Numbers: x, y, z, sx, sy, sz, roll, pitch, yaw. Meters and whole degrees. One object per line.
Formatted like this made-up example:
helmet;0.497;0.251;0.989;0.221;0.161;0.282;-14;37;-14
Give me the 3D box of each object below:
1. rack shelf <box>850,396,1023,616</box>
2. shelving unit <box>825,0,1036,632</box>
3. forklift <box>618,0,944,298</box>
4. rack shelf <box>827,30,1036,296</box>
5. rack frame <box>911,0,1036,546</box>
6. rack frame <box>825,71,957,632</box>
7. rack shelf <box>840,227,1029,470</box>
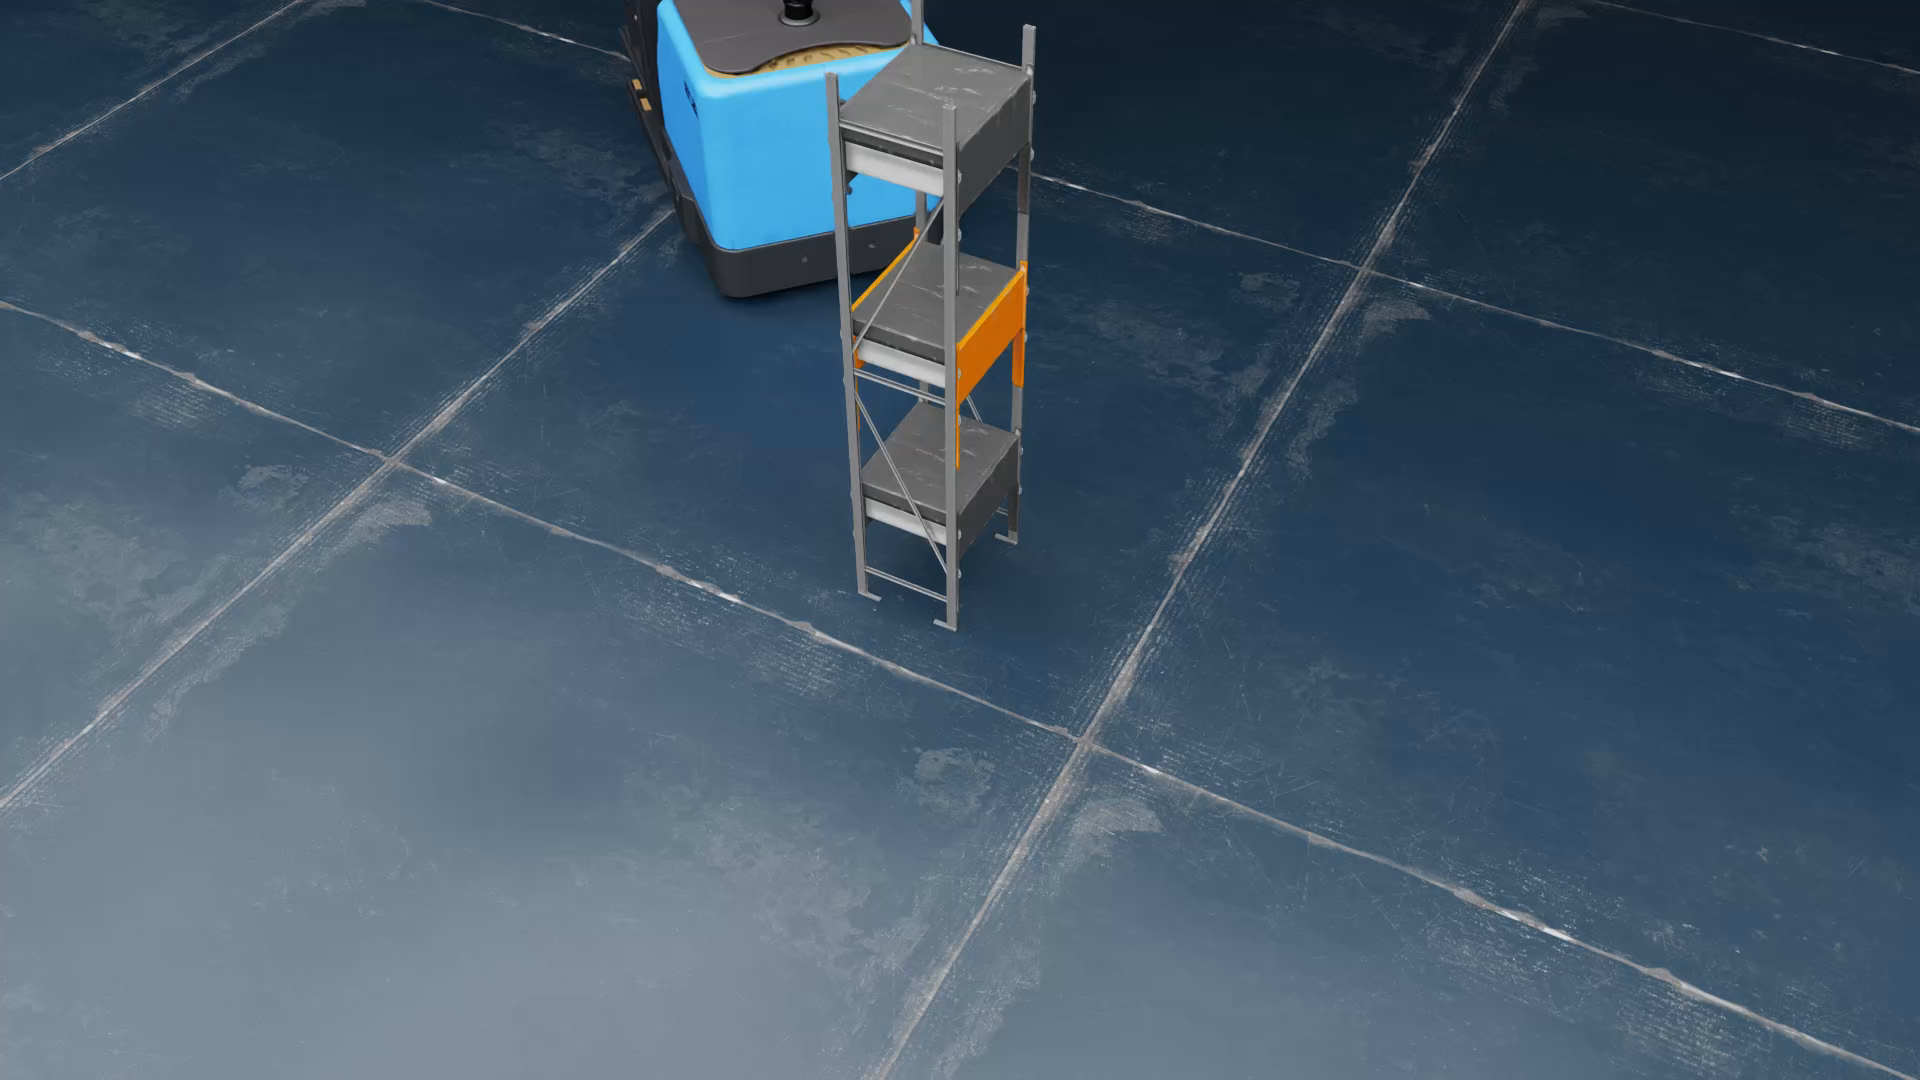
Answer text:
rack shelf;-0.077;-0.132;5.908;0.431;0.518;0.480;20;49;19
shelving unit;-0.077;-0.634;5.400;0.431;2.100;0.503;20;49;19
forklift;-1.034;-3.144;7.297;1.130;2.935;3.031;-14;47;-14
rack shelf;-0.077;-1.116;4.912;0.431;0.518;0.480;20;49;19
rack frame;0.036;-0.788;5.552;0.400;2.100;0.015;20;49;19
rack frame;-0.190;-0.480;5.248;0.400;2.100;0.015;20;49;19
rack shelf;-0.077;-0.624;5.410;0.431;0.518;0.480;20;49;19
